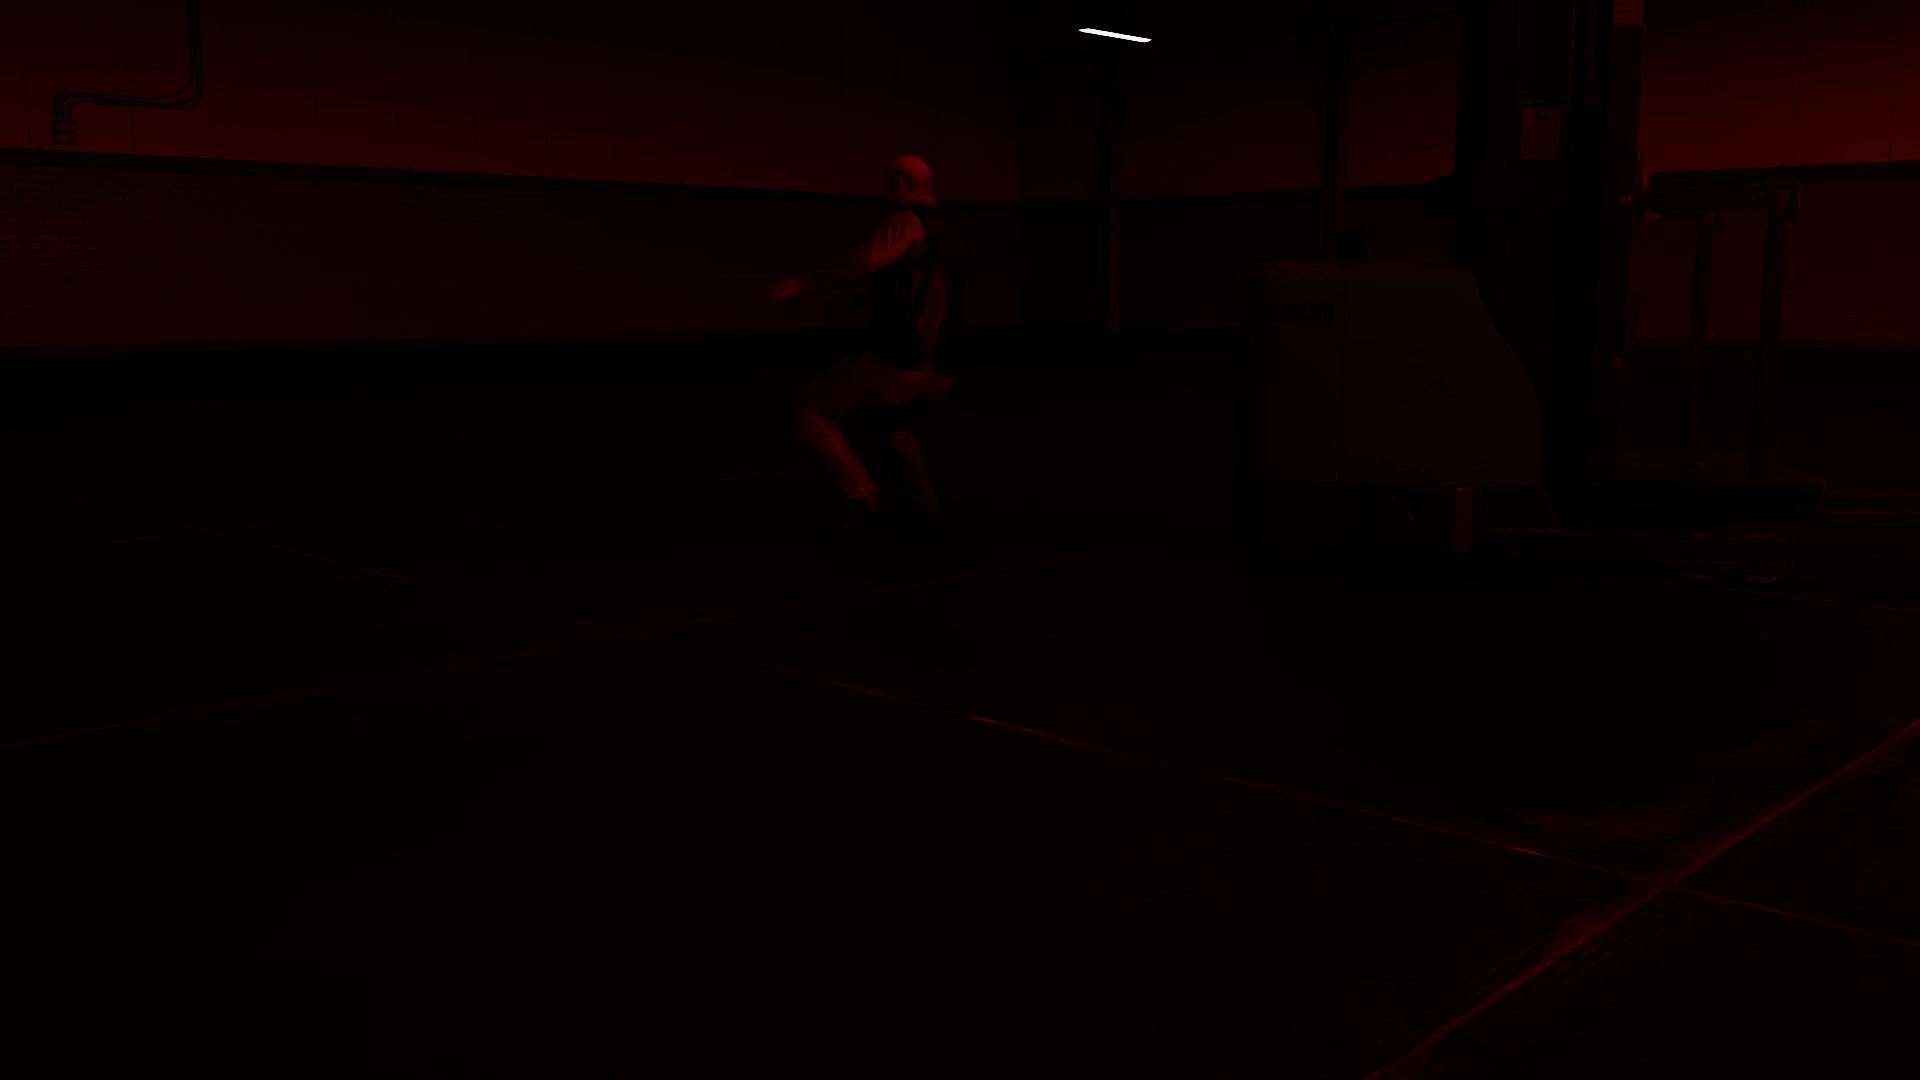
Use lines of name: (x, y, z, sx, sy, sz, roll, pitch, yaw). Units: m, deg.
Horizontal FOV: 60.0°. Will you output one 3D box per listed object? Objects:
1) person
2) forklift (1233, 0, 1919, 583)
person: (-0.338, -0.753, 6.621, 0.770, 1.522, 0.949, 5, 10, 28)
forklift: (2.580, -1.386, 6.077, 3.031, 2.935, 1.130, 2, 9, 11)
